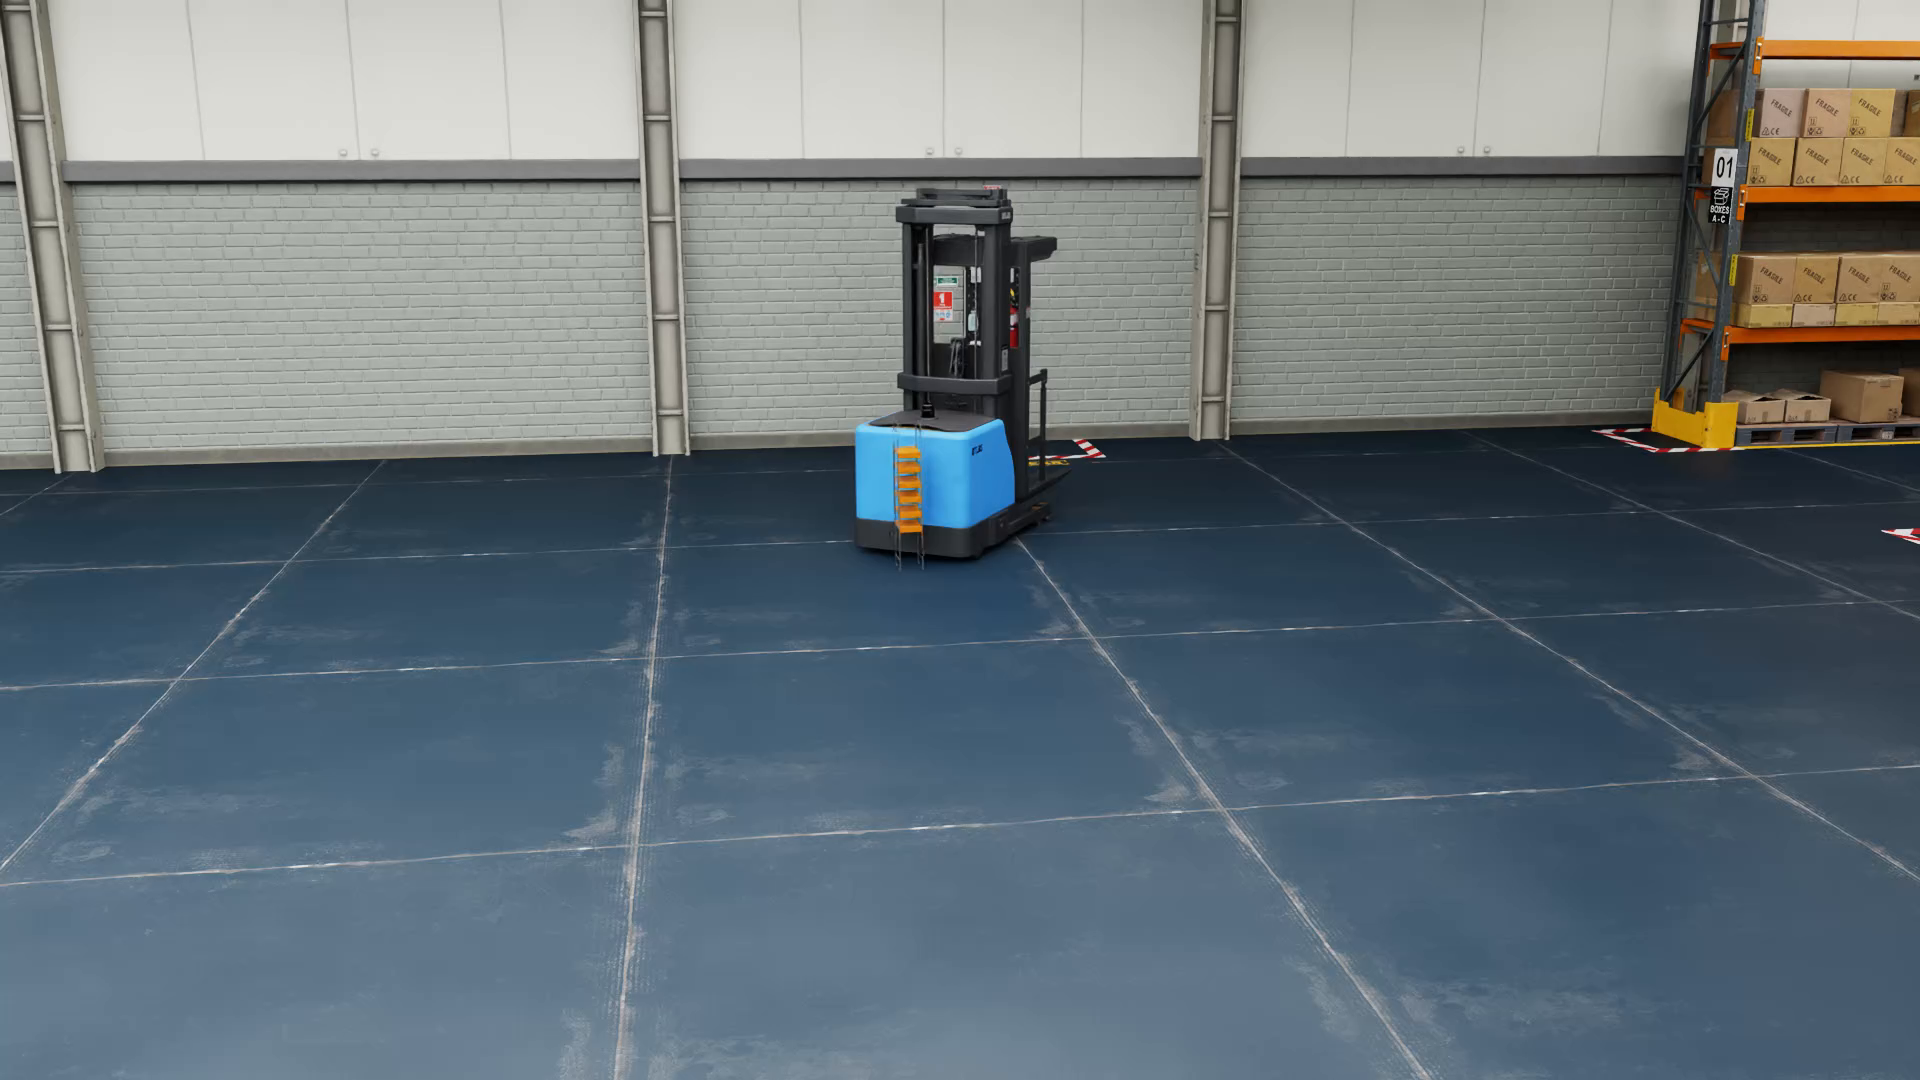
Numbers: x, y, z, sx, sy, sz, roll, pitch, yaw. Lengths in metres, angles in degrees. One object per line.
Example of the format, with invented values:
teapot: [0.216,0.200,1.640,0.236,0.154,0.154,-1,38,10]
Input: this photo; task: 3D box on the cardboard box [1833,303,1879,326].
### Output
cardboard box: [9.735,-2.516,18.355,0.500,0.250,0.500,-2,14,-9]

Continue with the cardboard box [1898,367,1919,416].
cardboard box: [11.124,-1.697,19.057,0.500,0.500,0.500,-3,14,-13]

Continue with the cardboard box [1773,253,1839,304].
cardboard box: [9.196,-2.860,18.184,0.500,0.500,0.500,-2,14,-8]

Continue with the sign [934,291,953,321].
sign: [-0.192,-2.556,18.174,0.234,0.329,0.001,-2,14,-8]

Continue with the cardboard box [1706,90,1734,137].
cardboard box: [8.577,-4.675,18.228,0.500,0.500,0.500,-1,14,-6]

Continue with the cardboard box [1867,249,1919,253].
cardboard box: [10.643,-3.043,18.914,0.500,0.500,0.500,-2,14,-7]

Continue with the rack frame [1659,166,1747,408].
rack frame: [8.189,-2.598,18.416,0.127,3.000,1.000,-2,14,-8]

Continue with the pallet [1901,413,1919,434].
pallet: [11.486,-1.358,19.203,1.213,0.211,1.003,-2,14,-8]

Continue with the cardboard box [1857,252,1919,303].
cardboard box: [10.217,-2.898,18.338,0.500,0.500,0.500,-2,14,-7]

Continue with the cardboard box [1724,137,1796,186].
cardboard box: [8.557,-4.064,17.846,0.500,0.500,0.500,-2,14,-7]

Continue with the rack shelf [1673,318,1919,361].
rack shelf: [10.167,-2.322,18.793,4.000,0.370,1.077,-2,14,-8]

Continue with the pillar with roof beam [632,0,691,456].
pillar with roof beam: [-2.472,-4.271,12.754,0.400,9.000,9.100,-2,14,-8]

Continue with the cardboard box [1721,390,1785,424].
cardboard box: [8.887,-1.511,18.704,0.500,0.311,0.500,-4,15,-15]

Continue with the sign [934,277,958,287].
sign: [-0.186,-2.811,18.102,0.331,0.109,0.001,-2,14,-8]

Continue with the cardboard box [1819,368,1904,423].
cardboard box: [10.183,-1.638,18.821,0.500,0.500,0.700,-3,14,-12]

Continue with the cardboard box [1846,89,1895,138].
cardboard box: [9.615,-4.579,17.847,0.500,0.500,0.500,-2,14,-7]

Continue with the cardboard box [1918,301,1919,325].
cardboard box: [10.732,-2.552,18.500,0.500,0.250,0.500,-2,14,-9]

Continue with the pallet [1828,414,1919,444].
pallet: [10.277,-1.313,19.023,1.213,0.211,1.003,-2,14,-8]

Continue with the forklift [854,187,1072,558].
forklift: [0.177,-1.591,14.542,1.130,2.935,3.031,6,15,23]

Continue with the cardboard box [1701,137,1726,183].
cardboard box: [8.564,-4.188,18.340,0.500,0.500,0.500,-1,14,-4]

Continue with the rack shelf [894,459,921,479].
rack shelf: [-0.417,-0.555,13.143,0.180,0.103,0.258,-4,16,-11]

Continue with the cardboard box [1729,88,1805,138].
cardboard box: [8.606,-4.552,17.738,0.500,0.500,0.500,-3,14,-12]

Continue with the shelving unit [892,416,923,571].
shelving unit: [-0.414,-0.366,13.196,0.189,1.200,0.258,-4,16,-11]

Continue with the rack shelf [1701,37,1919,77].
rack shelf: [10.167,-5.230,18.064,4.000,0.370,1.077,-2,14,-8]

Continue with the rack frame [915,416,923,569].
rack frame: [-0.325,-0.372,13.213,0.006,1.200,0.240,-4,16,-11]

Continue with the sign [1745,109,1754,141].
sign: [8.270,-4.347,17.425,0.005,0.325,0.100,-2,14,-8]

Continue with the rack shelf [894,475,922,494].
rack shelf: [-0.415,-0.439,13.175,0.180,0.103,0.258,-4,16,-11]

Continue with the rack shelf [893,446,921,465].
rack shelf: [-0.418,-0.670,13.110,0.180,0.103,0.258,-4,16,-11]

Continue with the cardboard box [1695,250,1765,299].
cardboard box: [8.624,-2.967,18.613,0.500,0.500,0.500,-2,14,-9]

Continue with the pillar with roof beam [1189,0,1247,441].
pillar with roof beam: [3.461,-4.489,13.621,0.400,9.000,9.100,-2,14,-8]

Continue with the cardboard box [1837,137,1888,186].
cardboard box: [9.606,-4.094,17.968,0.500,0.500,0.500,-1,14,-6]

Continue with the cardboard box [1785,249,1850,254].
cardboard box: [9.633,-3.003,18.755,0.500,0.500,0.500,-2,14,-10]

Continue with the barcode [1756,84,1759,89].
barcode: [8.817,-5.024,18.427,0.075,0.075,0.001,-2,14,-8]

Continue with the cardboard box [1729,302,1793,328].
cardboard box: [8.719,-2.477,18.198,0.500,0.250,0.500,-3,14,-10]
